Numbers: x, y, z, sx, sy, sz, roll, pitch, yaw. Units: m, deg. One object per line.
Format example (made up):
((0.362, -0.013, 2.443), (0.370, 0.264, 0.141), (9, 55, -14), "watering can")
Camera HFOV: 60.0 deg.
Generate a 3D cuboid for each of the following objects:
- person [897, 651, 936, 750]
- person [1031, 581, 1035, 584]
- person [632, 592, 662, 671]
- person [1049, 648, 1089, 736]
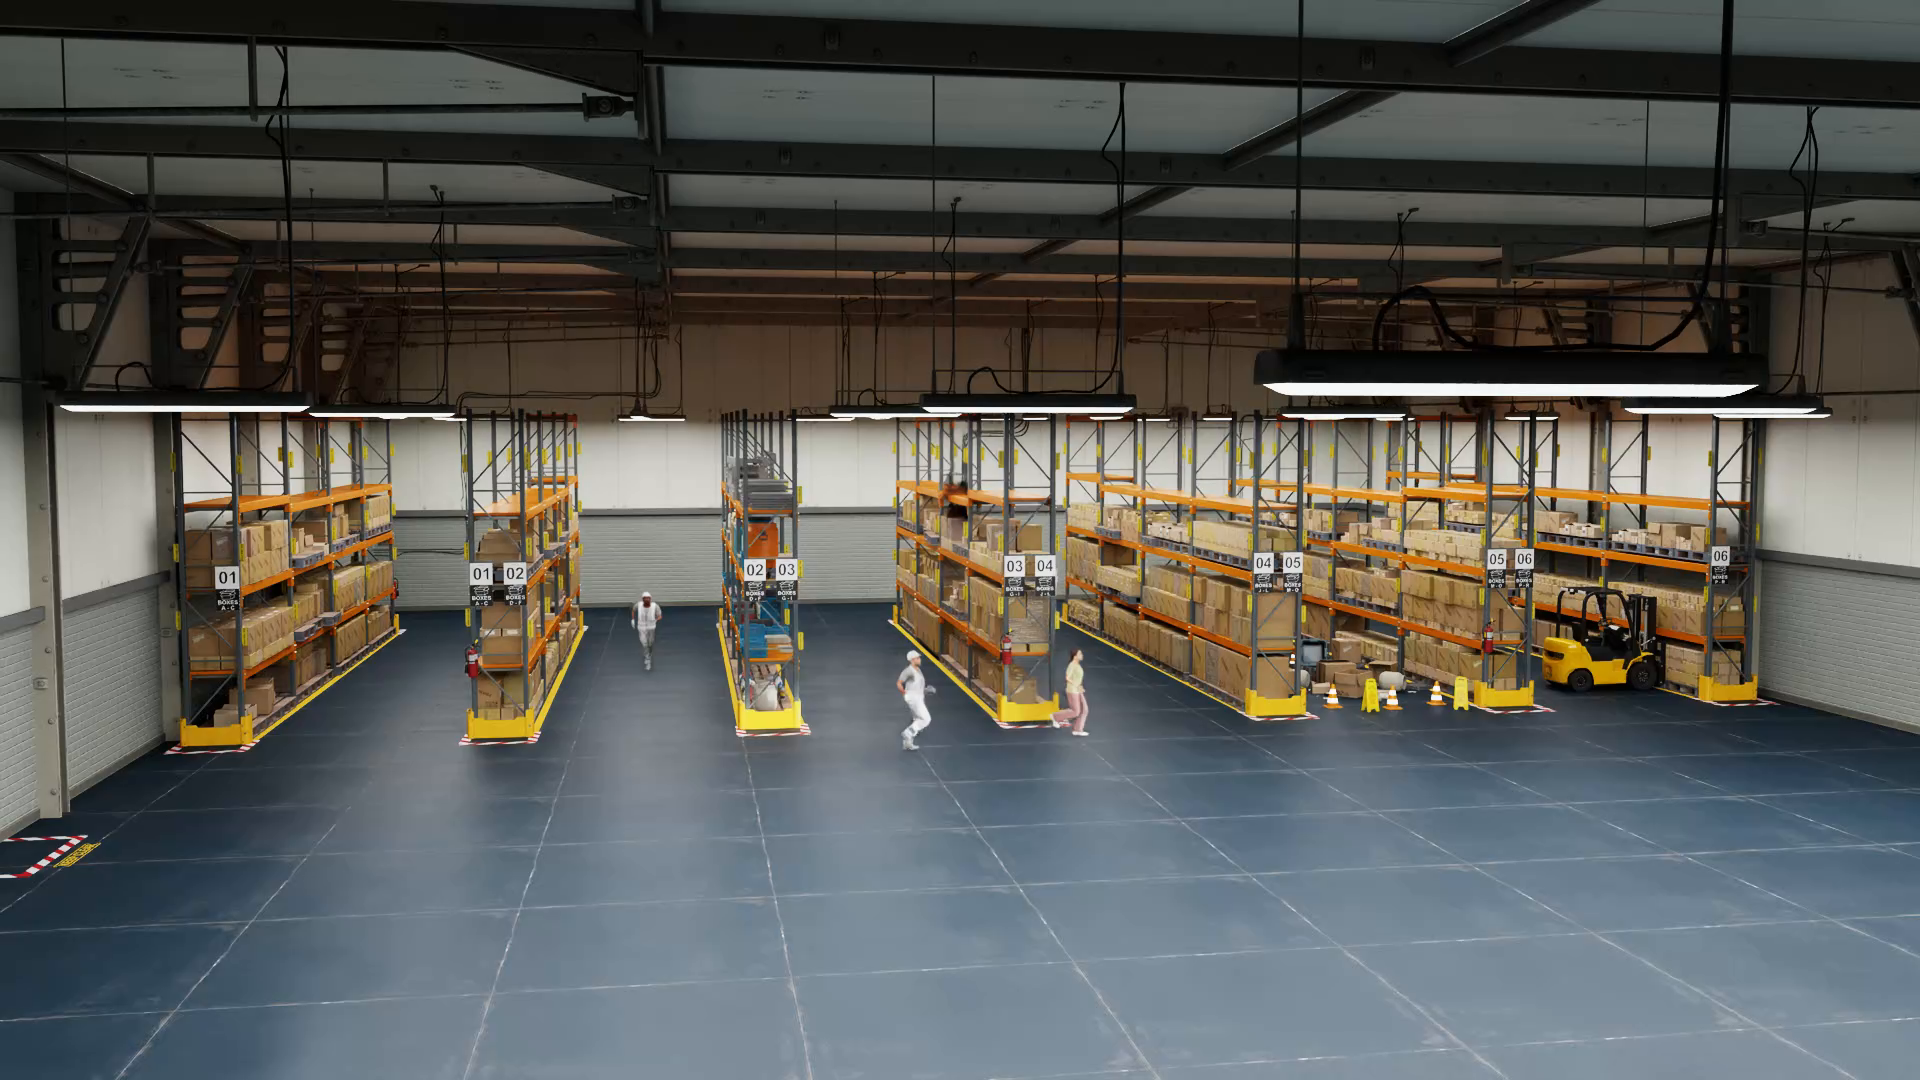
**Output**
((-0.734, 2.808, 29.104), (0.603, 1.738, 0.664), (1, 4, 14), "person")
((2.264, 1.436, 48.944), (0.936, 1.821, 0.725), (-4, 5, -42), "person")
((-7.355, 2.106, 39.093), (0.711, 1.795, 1.037), (-1, 4, -11), "person")
((2.014, 2.785, 30.549), (0.720, 1.626, 0.553), (1, 4, 17), "person")
